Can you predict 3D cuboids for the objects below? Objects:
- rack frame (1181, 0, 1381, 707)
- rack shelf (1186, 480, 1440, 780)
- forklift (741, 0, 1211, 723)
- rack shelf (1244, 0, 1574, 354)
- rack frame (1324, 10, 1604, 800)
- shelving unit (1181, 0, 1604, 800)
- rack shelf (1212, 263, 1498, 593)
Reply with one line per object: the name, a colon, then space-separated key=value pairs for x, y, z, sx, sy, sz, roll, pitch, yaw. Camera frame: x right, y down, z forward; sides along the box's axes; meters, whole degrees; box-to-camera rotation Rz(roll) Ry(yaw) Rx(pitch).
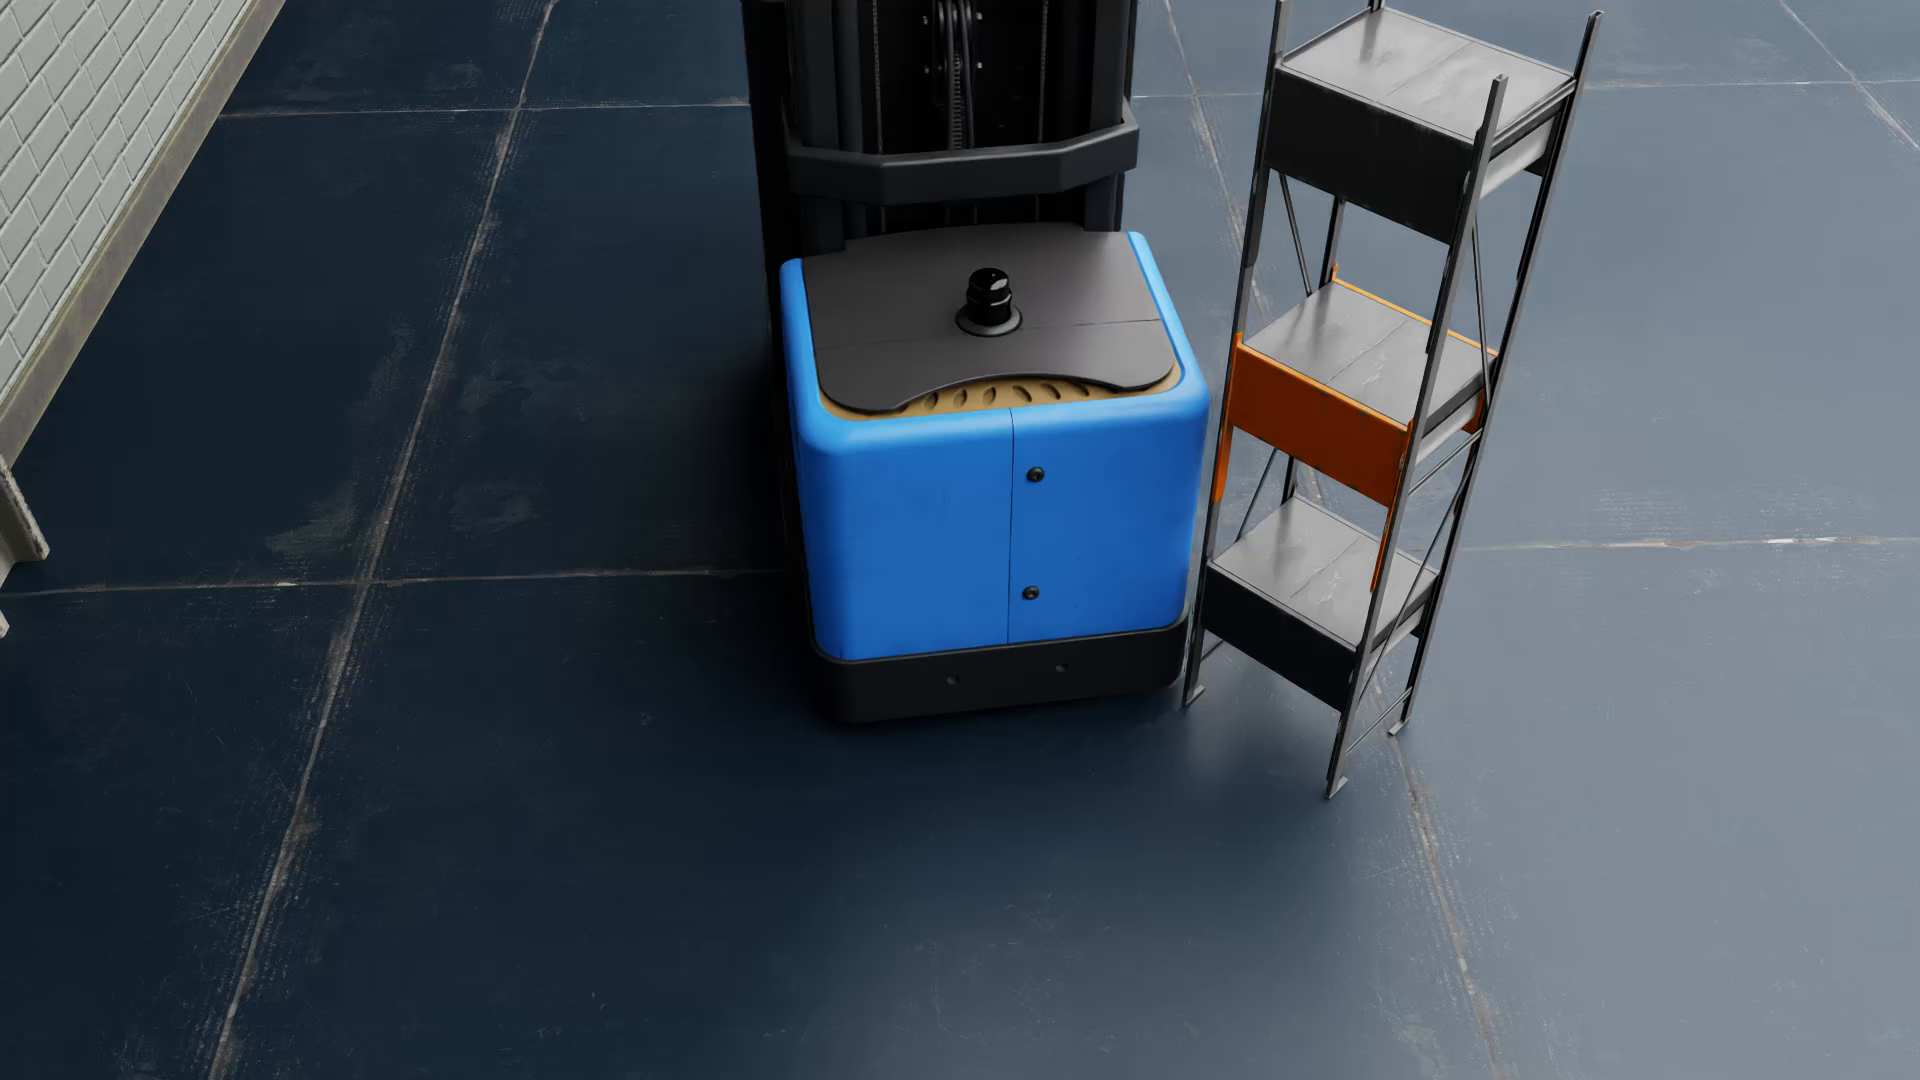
rack frame: x=0.775 y=-0.400 z=4.133 sx=0.015 sy=2.100 sz=0.400 roll=33 pitch=52 yaw=31
rack shelf: x=0.951 y=0.239 z=4.491 sx=0.480 sy=0.518 sz=0.431 roll=33 pitch=52 yaw=31
forklift: x=-0.090 y=-1.575 z=4.799 sx=1.130 sy=2.935 sz=3.031 roll=-6 pitch=43 yaw=-6
rack shelf: x=0.951 y=-0.793 z=3.545 sx=0.480 sy=0.518 sz=0.431 roll=33 pitch=52 yaw=31
rack frame: x=1.128 y=-0.173 z=3.884 sx=0.015 sy=2.100 sz=0.400 roll=33 pitch=52 yaw=31
shelving unit: x=0.951 y=-0.287 z=4.009 sx=0.503 sy=2.100 sz=0.431 roll=33 pitch=52 yaw=31
rack shelf: x=0.951 y=-0.277 z=4.018 sx=0.480 sy=0.518 sz=0.431 roll=33 pitch=52 yaw=31
